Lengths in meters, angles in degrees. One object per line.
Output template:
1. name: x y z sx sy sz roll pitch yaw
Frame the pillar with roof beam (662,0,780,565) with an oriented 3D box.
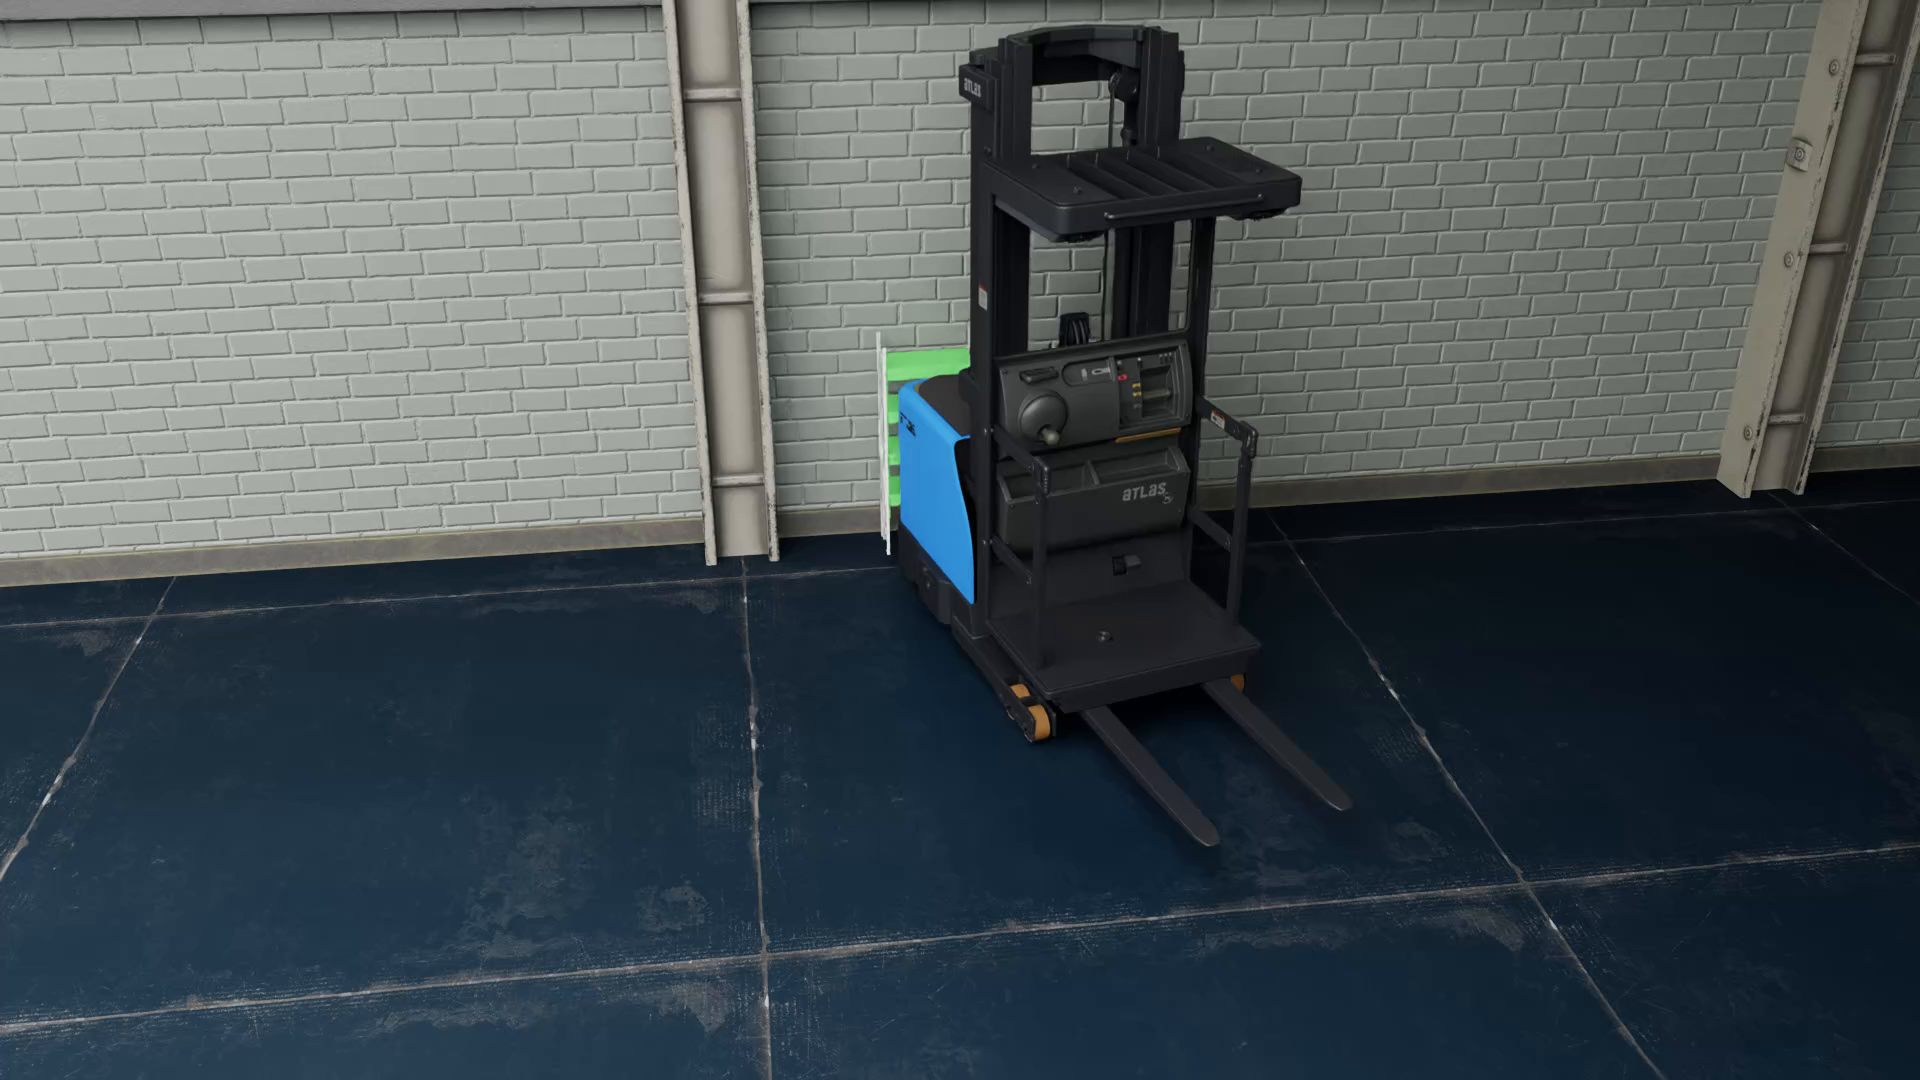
1. pillar with roof beam: -0.595 -2.003 3.296 0.400 9.000 9.100 -4 27 -7

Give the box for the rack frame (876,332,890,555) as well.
1. rack frame: -0.411 -0.507 8.923 0.015 1.200 0.240 -5 28 -9

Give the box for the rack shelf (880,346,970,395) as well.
1. rack shelf: -0.171 -0.897 8.772 0.480 0.148 0.258 -5 28 -9

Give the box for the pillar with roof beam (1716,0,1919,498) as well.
1. pillar with roof beam: 5.346 -2.384 4.040 0.400 9.000 9.100 -4 27 -7

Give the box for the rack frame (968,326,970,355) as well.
1. rack frame: 0.069 -0.546 9.001 0.015 1.200 0.240 -5 28 -9

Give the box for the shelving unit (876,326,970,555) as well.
1. shelving unit: -0.171 -0.527 8.962 0.503 1.200 0.258 -5 28 -9

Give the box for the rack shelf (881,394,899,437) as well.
1. rack shelf: -0.171 -0.683 8.881 0.480 0.148 0.258 -5 28 -9

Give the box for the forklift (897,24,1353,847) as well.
1. forklift: 0.697 -0.615 7.239 1.130 2.935 3.031 -11 29 -20
